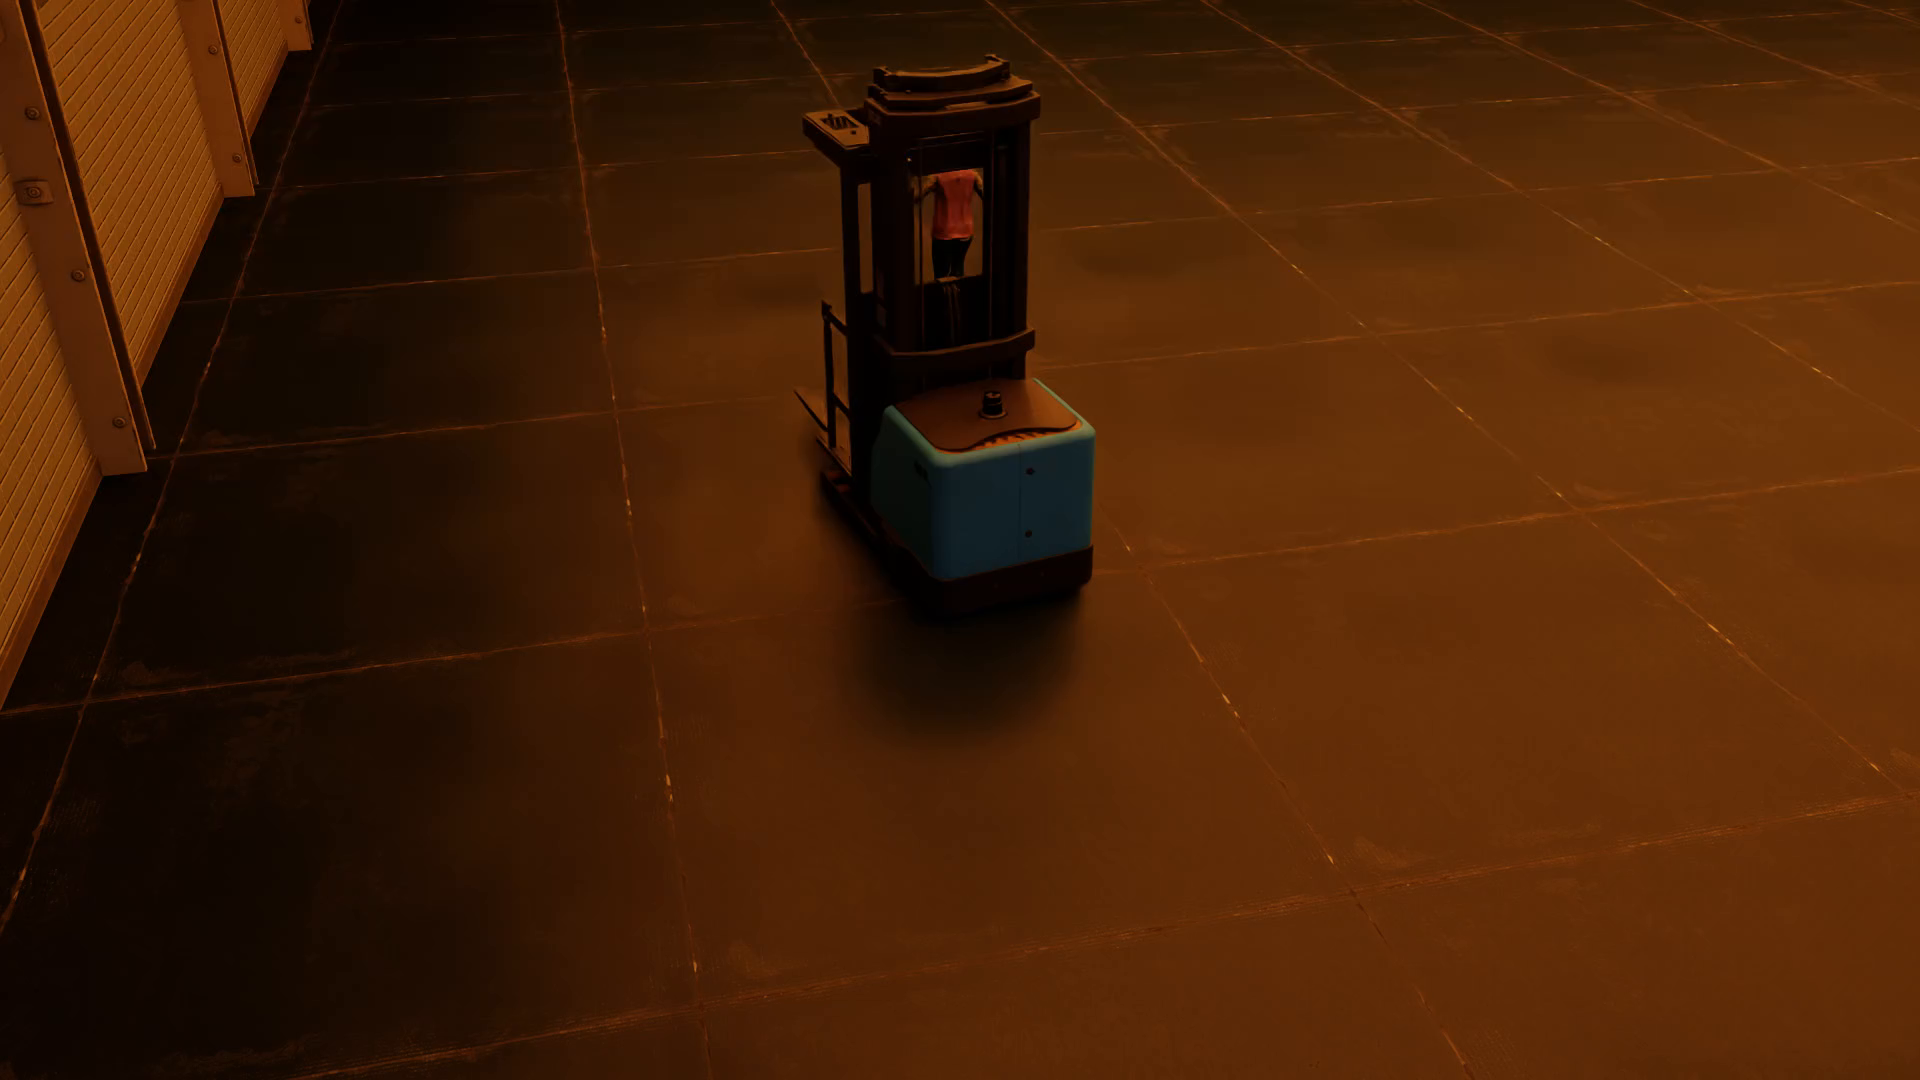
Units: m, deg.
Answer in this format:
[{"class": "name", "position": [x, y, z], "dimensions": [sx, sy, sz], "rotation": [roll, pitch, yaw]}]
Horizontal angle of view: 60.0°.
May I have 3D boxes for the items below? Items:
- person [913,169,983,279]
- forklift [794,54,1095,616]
[{"class": "person", "position": [-0.055, -2.440, 13.180], "dimensions": [0.847, 1.579, 0.658], "rotation": [-11, 32, -19]}, {"class": "forklift", "position": [-0.271, -1.550, 10.253], "dimensions": [1.130, 2.935, 3.031], "rotation": [-13, 32, -21]}]
